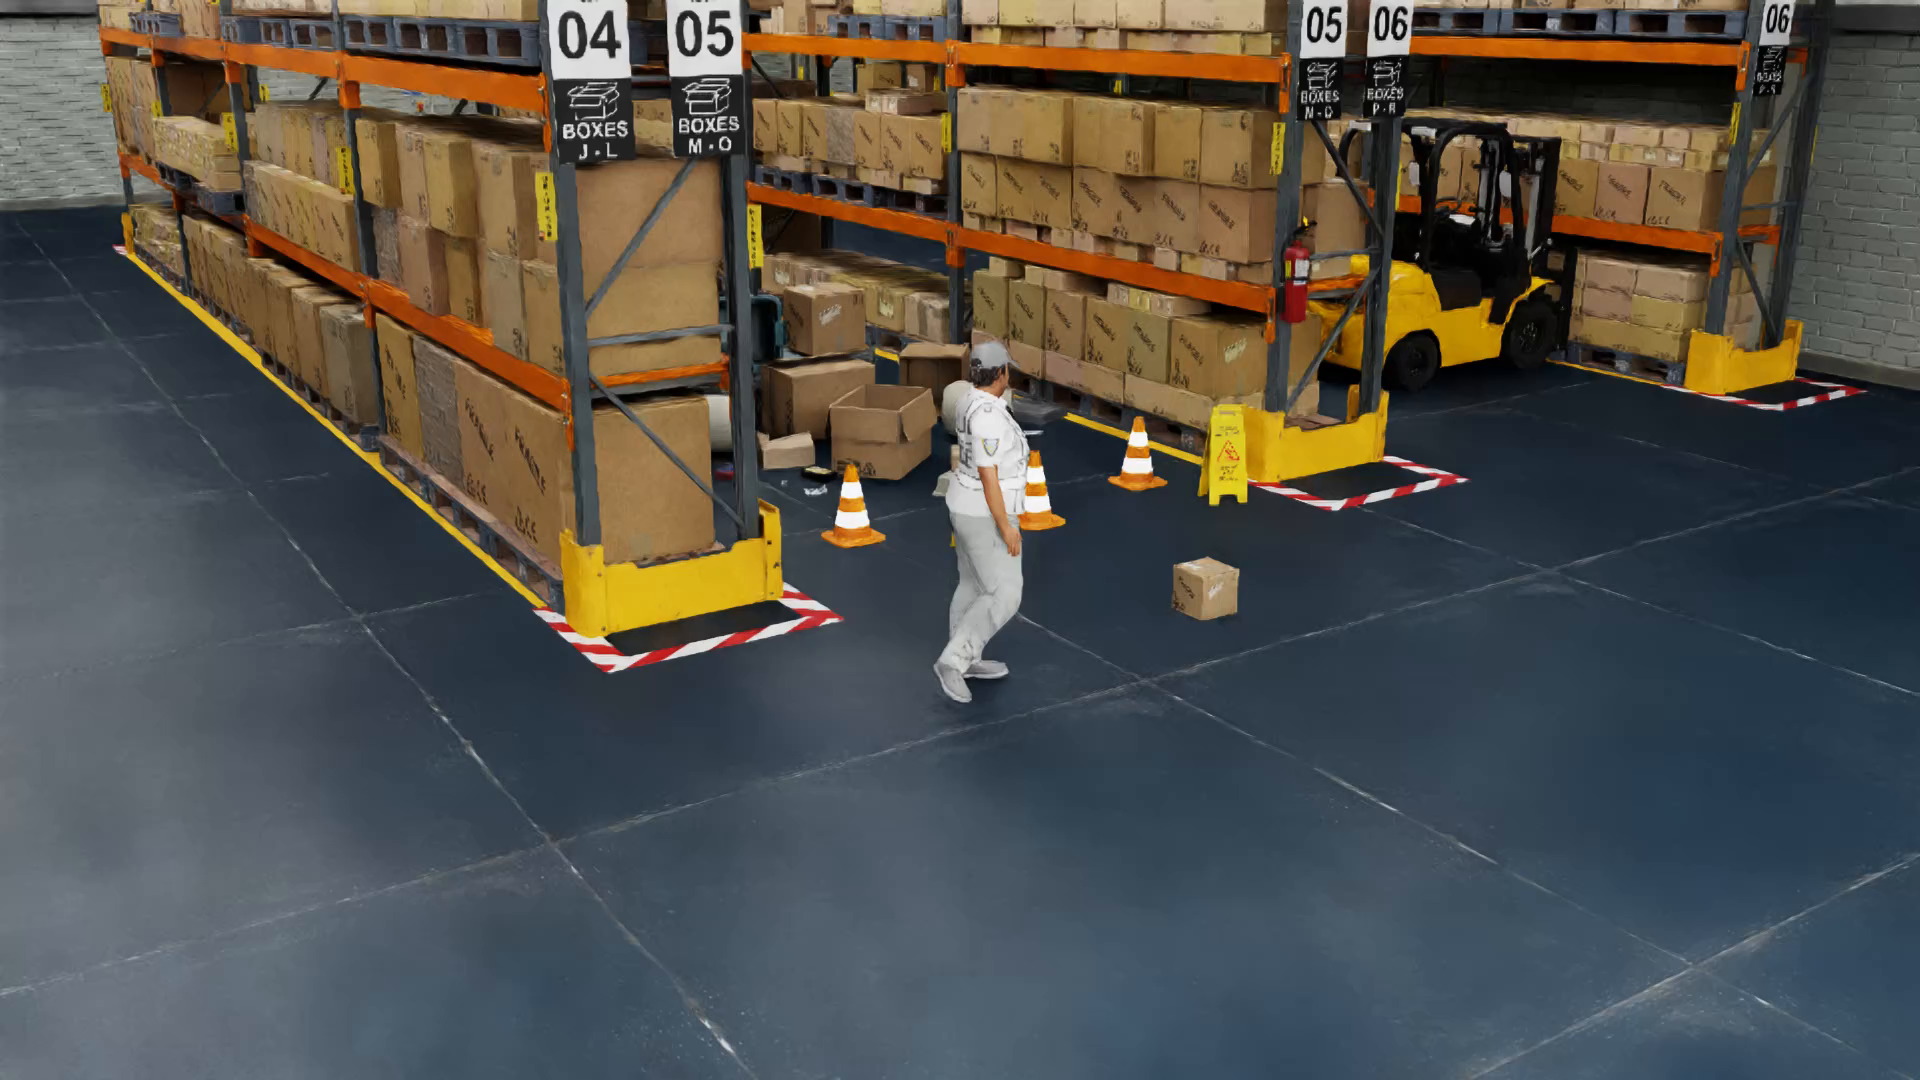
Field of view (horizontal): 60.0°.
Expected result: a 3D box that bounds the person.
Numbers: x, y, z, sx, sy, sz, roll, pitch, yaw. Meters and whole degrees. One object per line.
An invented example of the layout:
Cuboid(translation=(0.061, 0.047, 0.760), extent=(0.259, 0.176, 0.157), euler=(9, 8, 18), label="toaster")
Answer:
Cuboid(translation=(0.092, -0.093, 7.788), extent=(0.469, 1.656, 0.667), euler=(-2, 18, -7), label="person")
